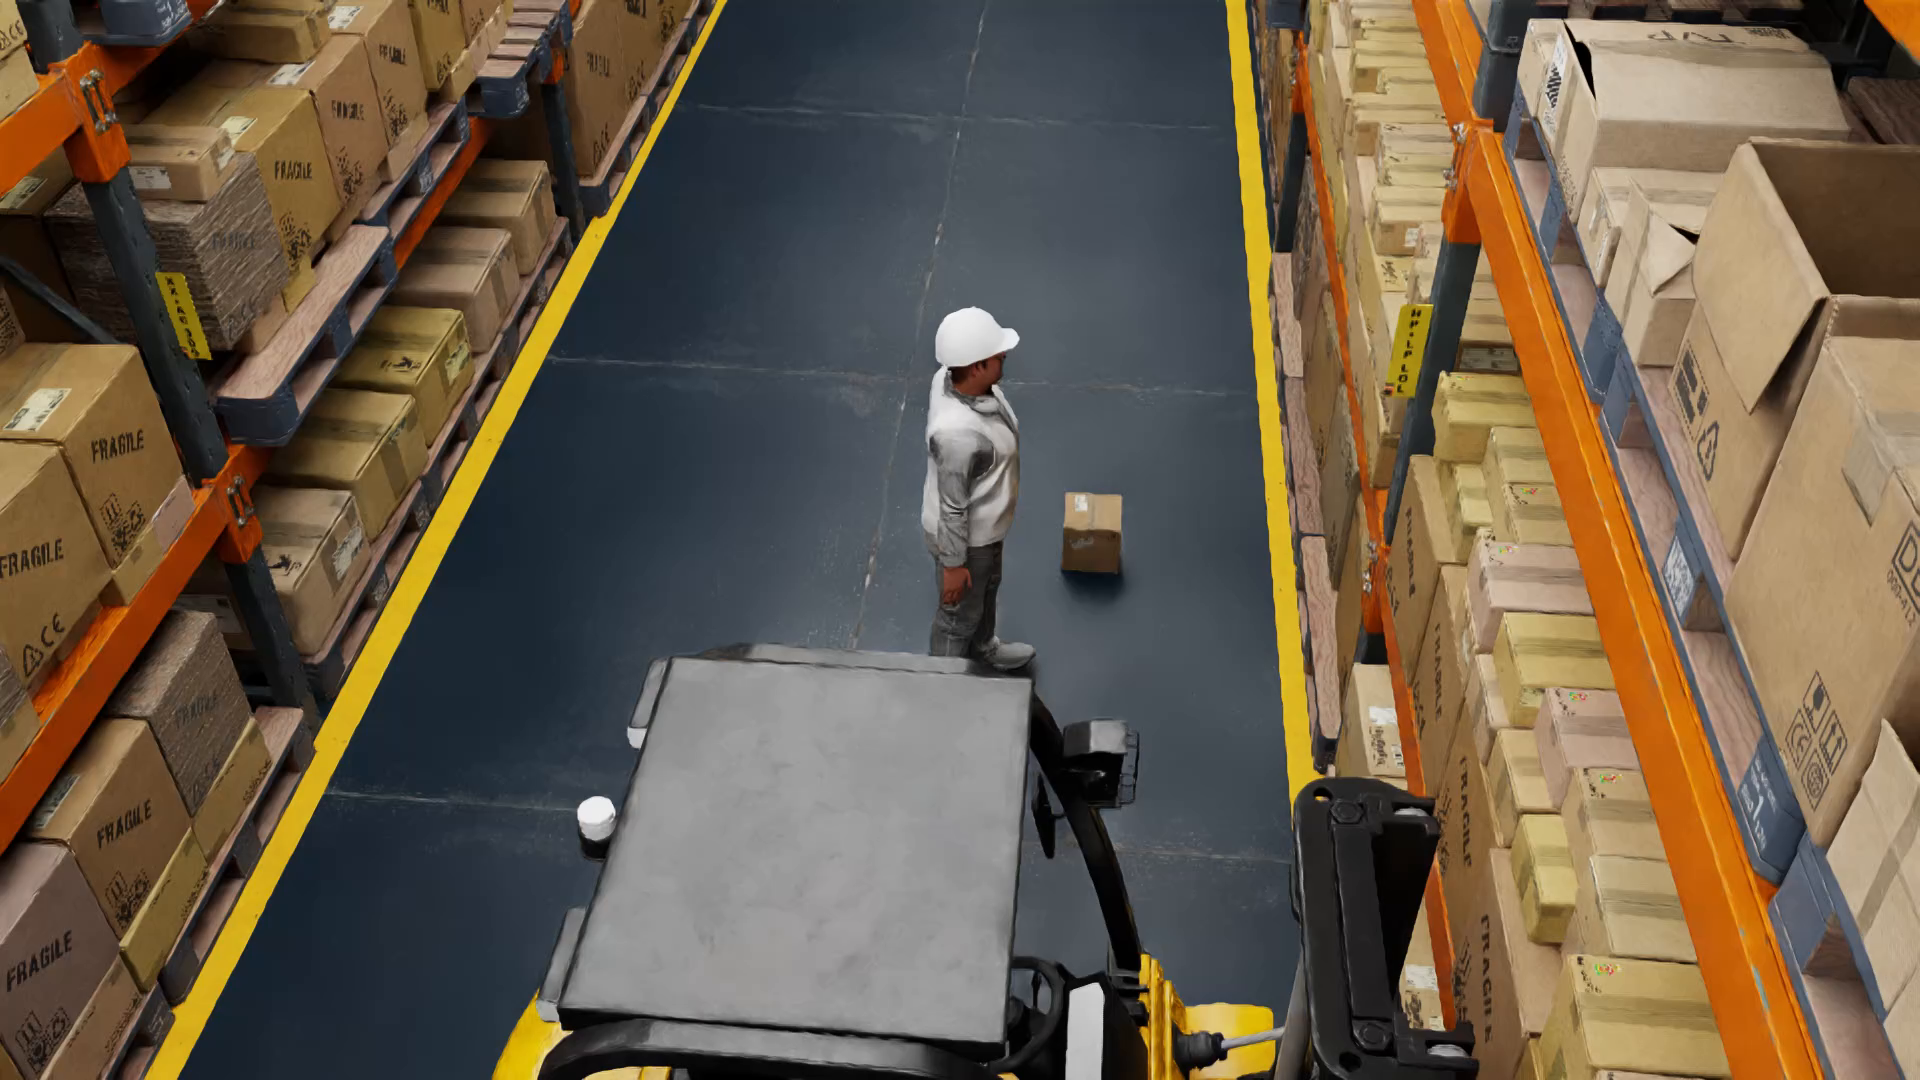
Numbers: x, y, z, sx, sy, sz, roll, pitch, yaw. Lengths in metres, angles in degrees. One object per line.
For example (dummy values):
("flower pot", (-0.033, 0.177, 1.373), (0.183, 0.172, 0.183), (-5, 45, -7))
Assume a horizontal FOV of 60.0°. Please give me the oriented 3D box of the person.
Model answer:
("person", (0.075, -0.077, 6.200), (0.441, 1.772, 0.619), (3, 40, 4))
